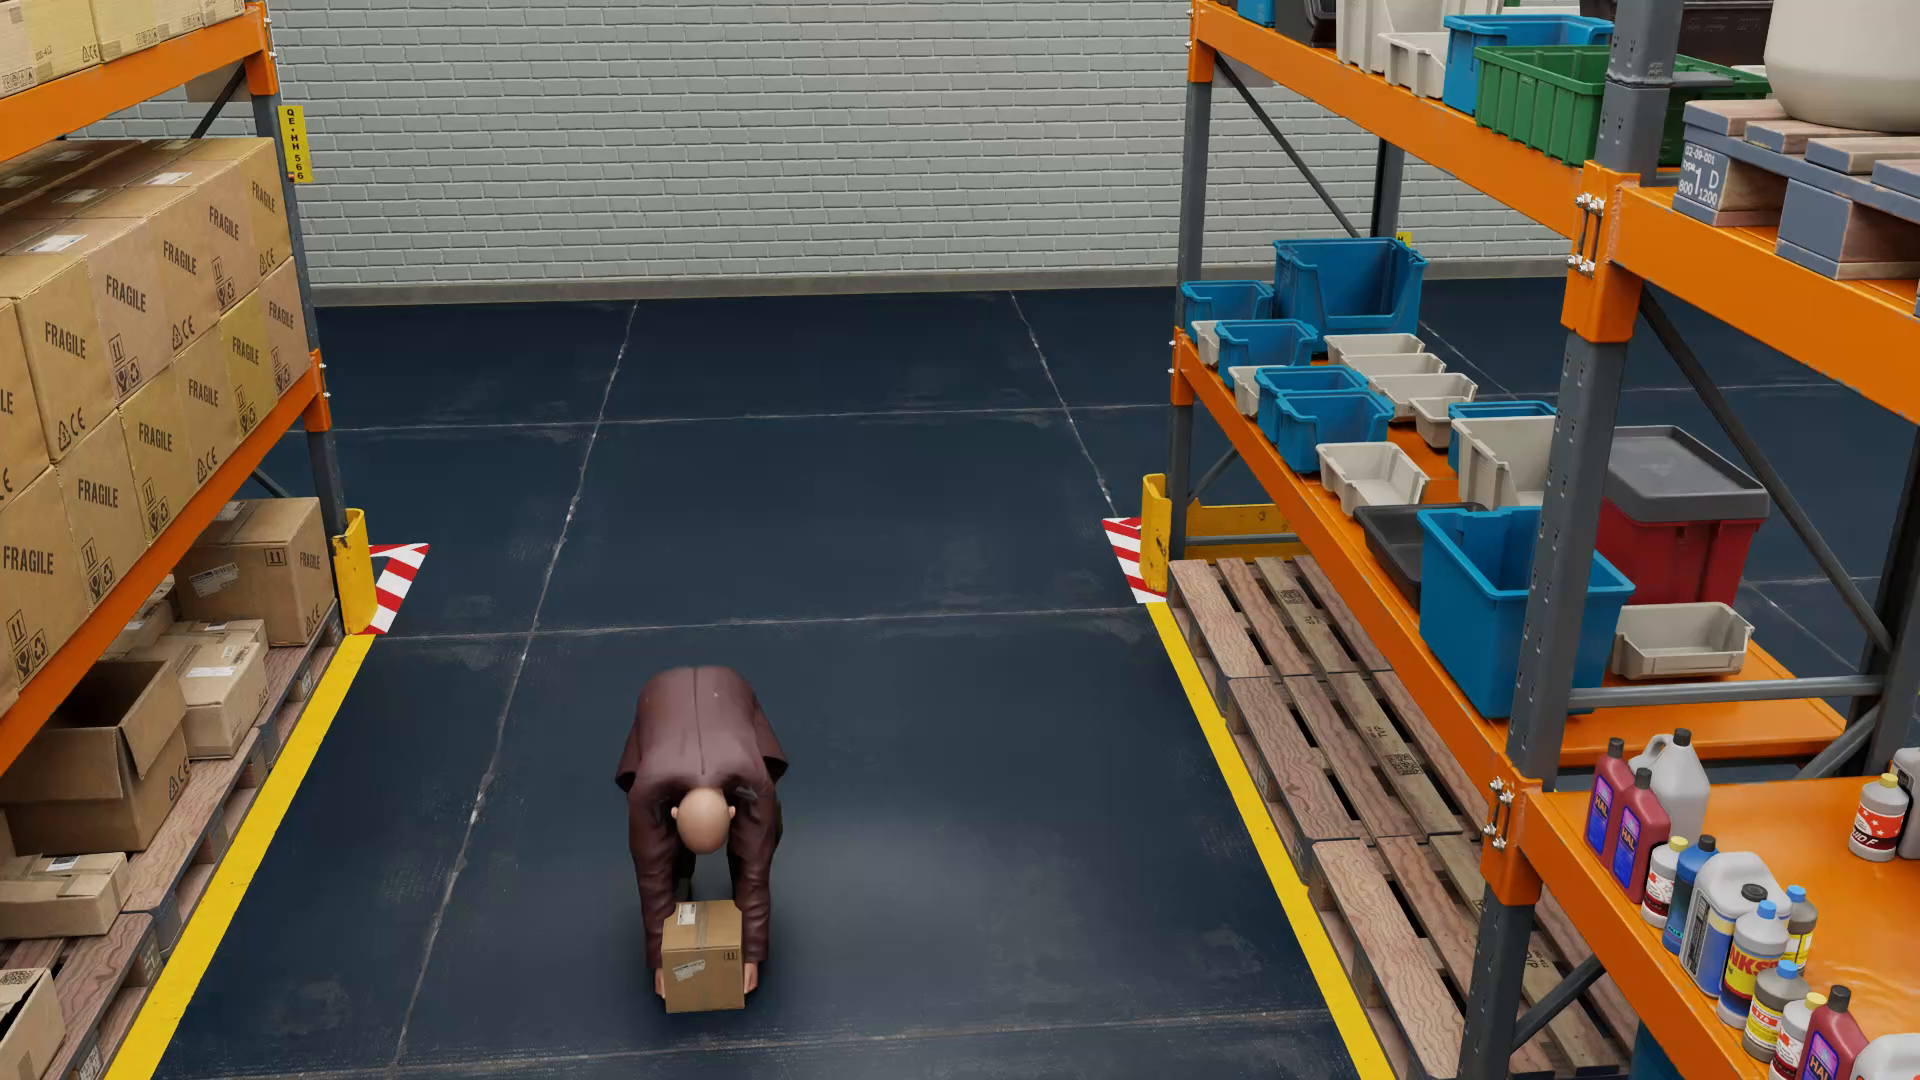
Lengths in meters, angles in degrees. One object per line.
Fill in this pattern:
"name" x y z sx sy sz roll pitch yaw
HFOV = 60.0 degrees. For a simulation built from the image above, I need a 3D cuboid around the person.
"person" -0.863 0.933 5.613 0.592 0.898 0.953 -3 24 -7
